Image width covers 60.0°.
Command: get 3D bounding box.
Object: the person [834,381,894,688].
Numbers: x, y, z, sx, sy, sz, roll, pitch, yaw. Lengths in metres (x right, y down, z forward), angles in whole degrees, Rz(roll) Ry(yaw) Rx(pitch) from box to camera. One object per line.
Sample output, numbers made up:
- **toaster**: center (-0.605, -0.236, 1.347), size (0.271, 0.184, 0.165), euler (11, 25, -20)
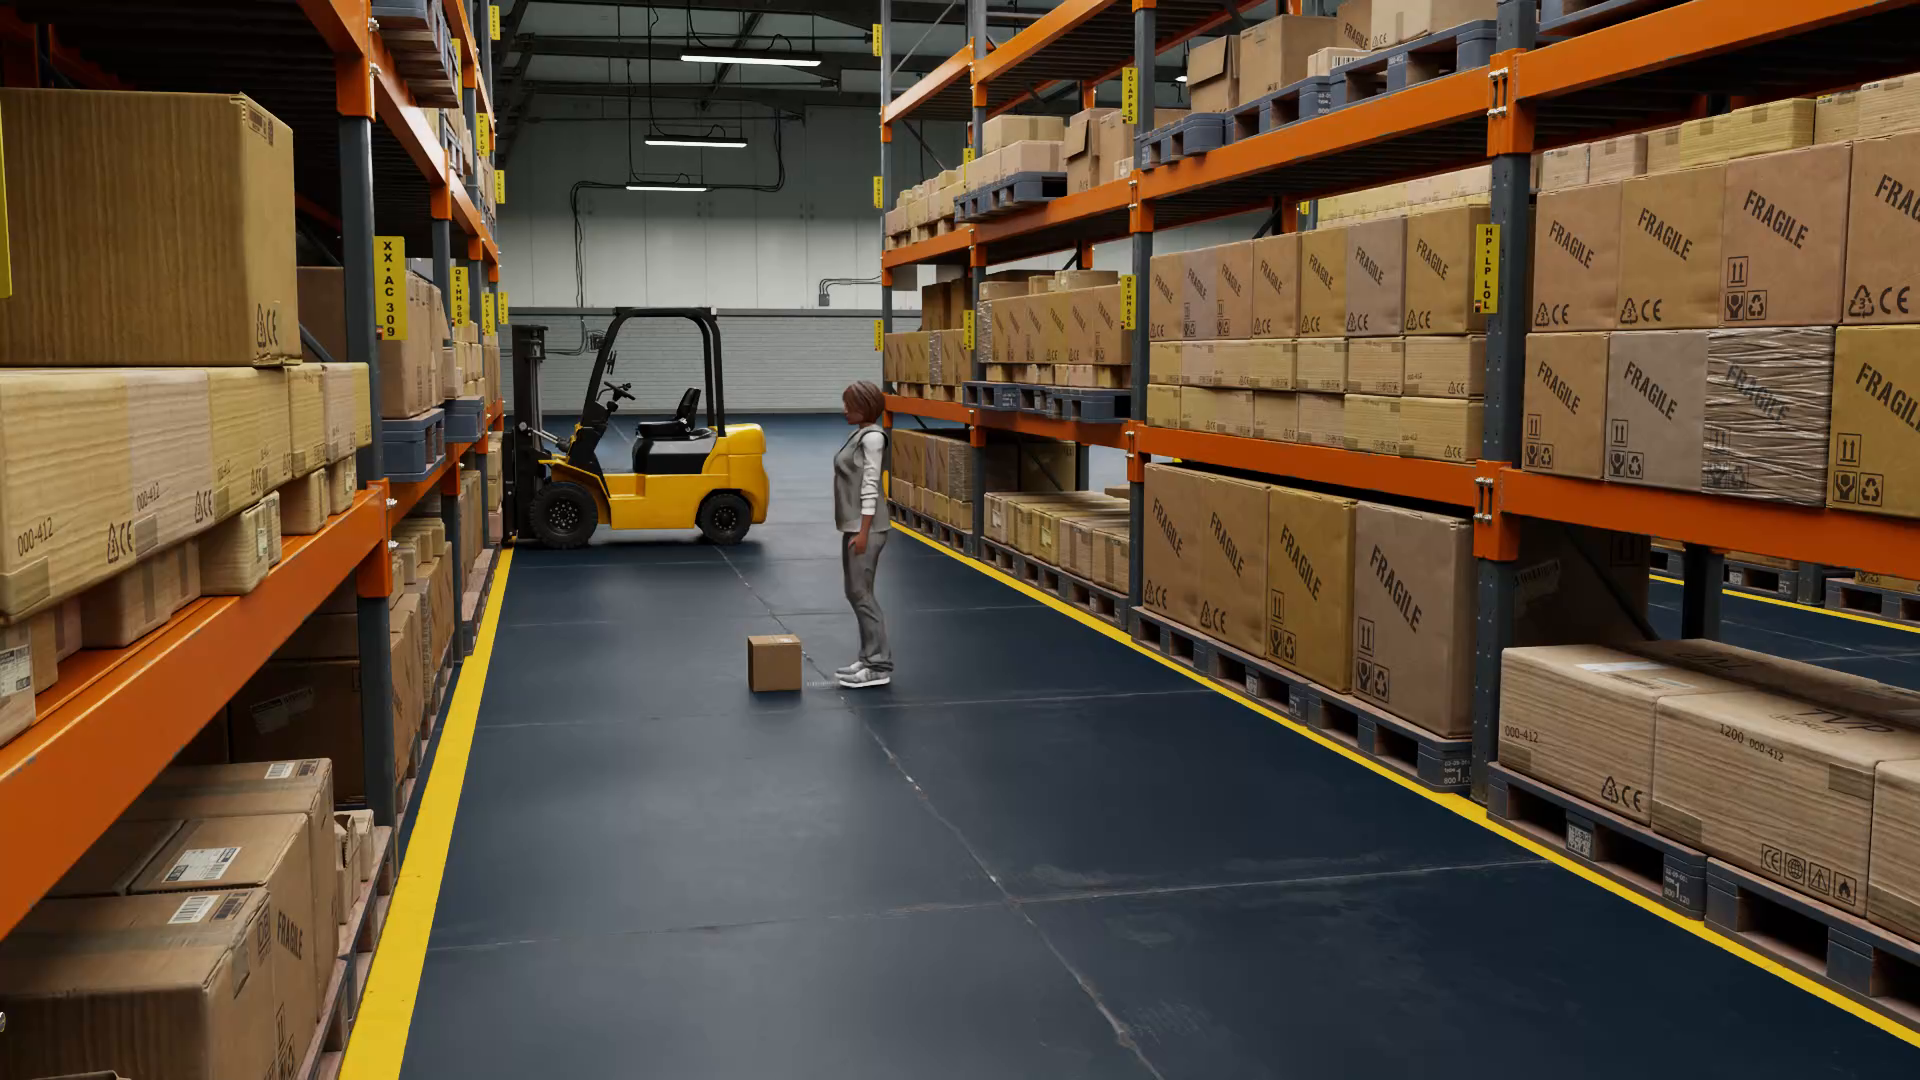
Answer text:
- **person**: center (-0.505, -0.033, 8.702), size (0.309, 1.595, 0.406), euler (-1, 6, -12)
